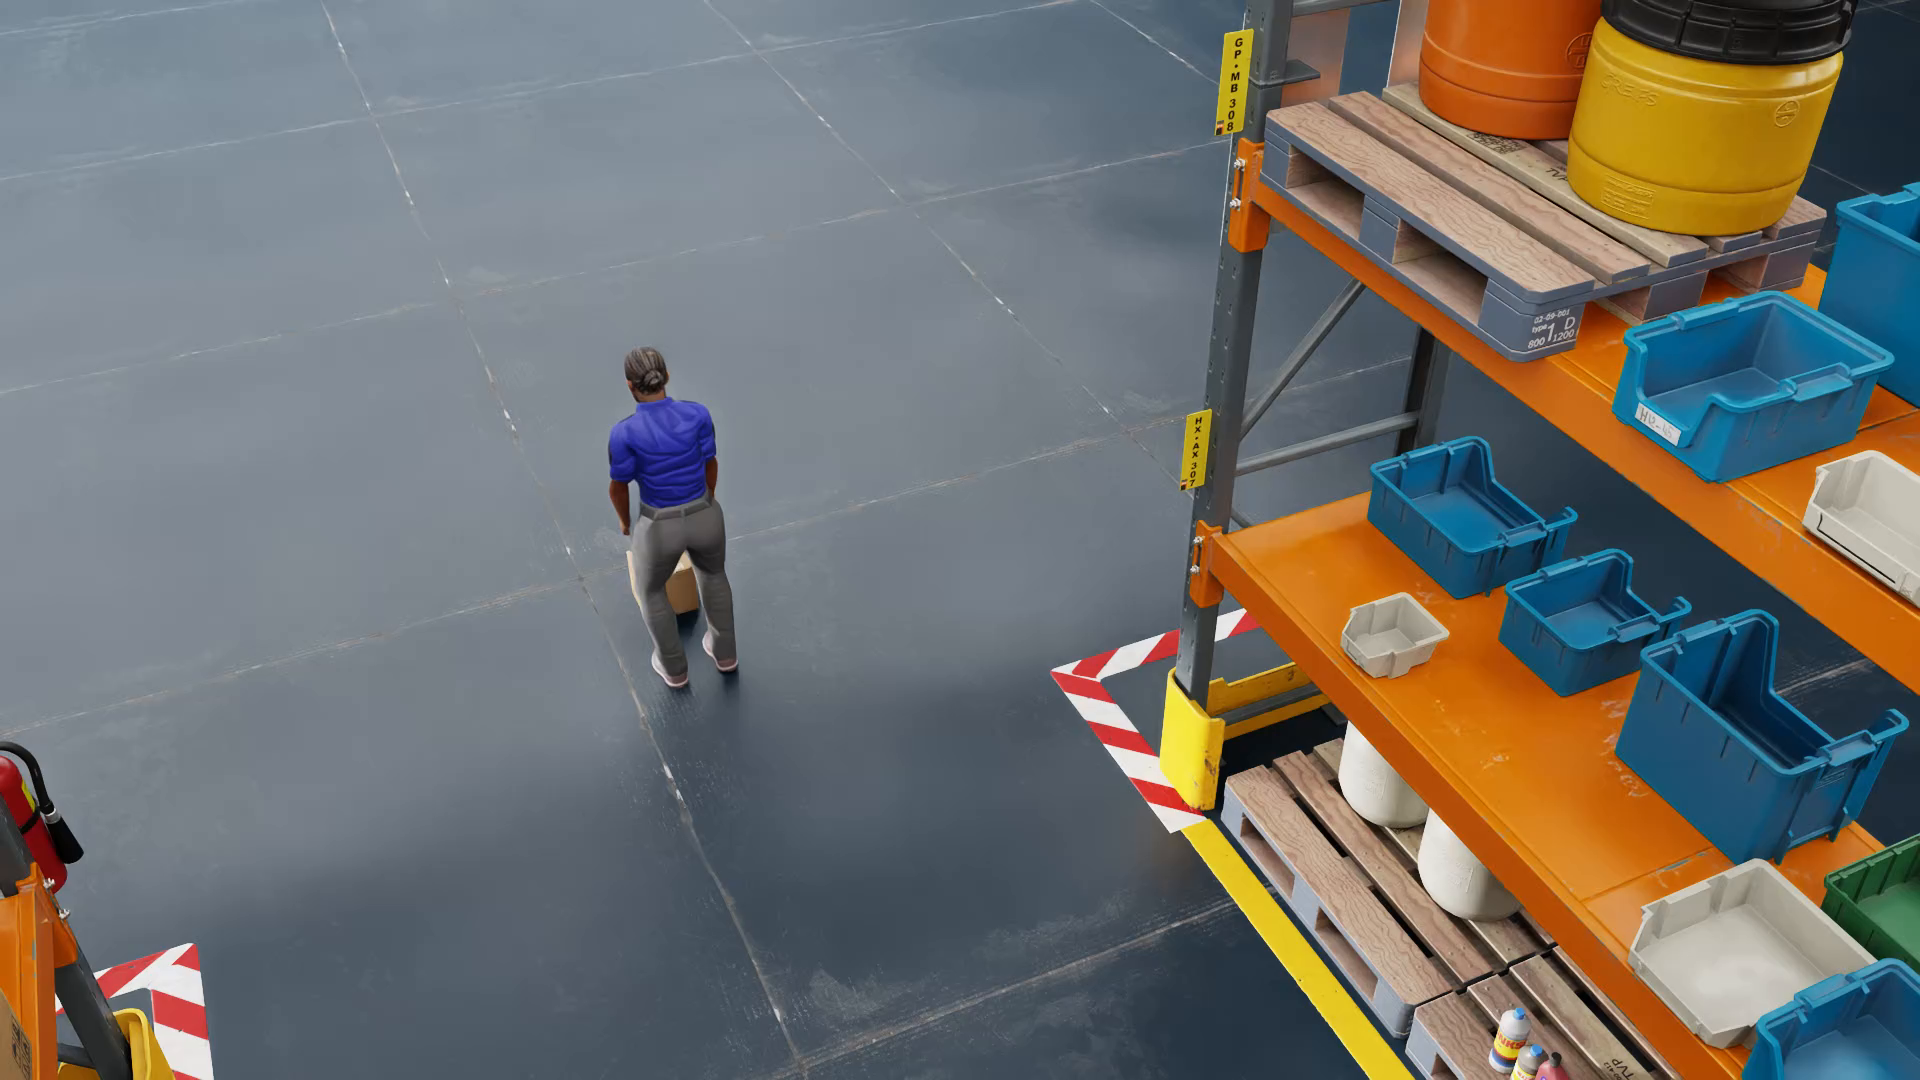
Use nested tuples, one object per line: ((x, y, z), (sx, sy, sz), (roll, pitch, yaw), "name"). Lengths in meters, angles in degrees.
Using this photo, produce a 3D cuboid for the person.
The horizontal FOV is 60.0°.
((-1.217, -0.063, 7.000), (0.461, 1.600, 0.392), (-15, 40, -19), "person")
